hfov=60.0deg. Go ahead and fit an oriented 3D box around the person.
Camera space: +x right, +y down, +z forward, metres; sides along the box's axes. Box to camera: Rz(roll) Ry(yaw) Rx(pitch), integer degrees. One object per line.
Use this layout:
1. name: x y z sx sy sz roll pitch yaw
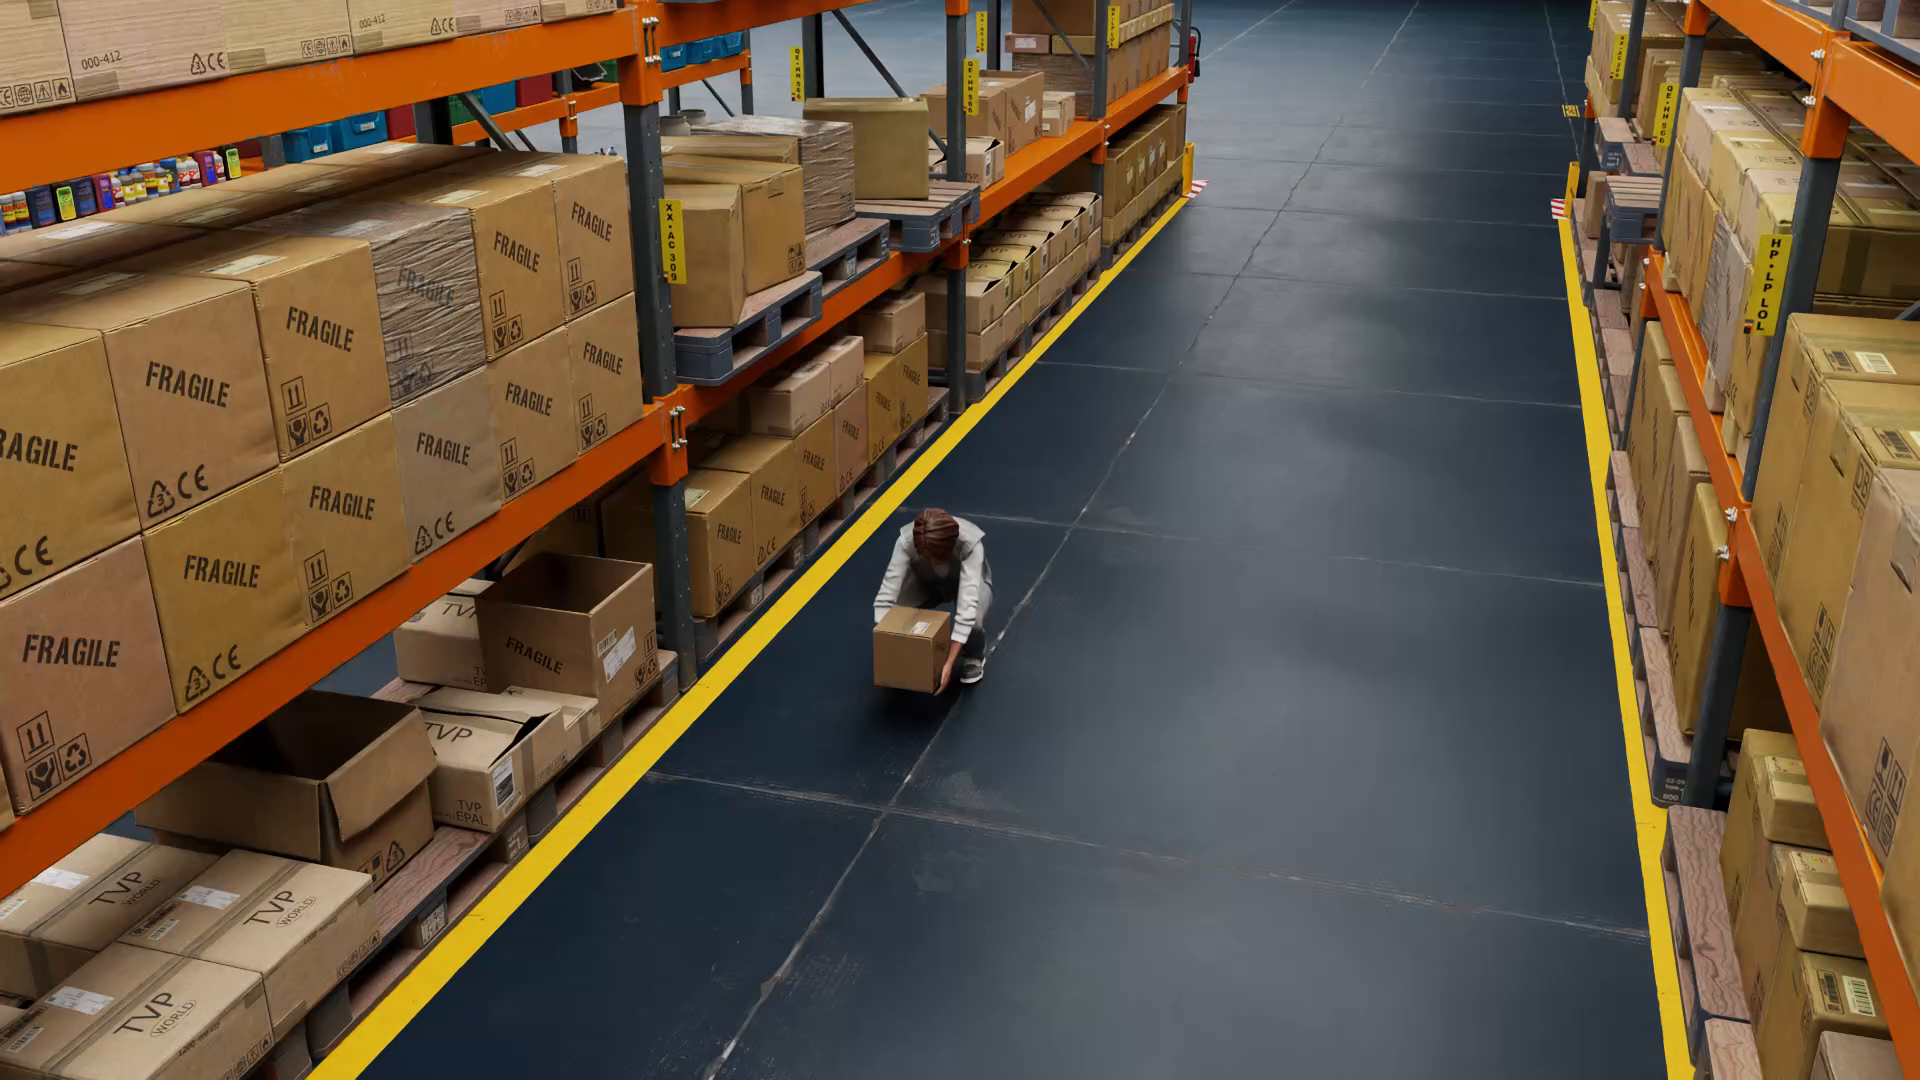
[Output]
1. person: -0.090 0.219 7.032 0.443 0.875 0.818 7 23 16
